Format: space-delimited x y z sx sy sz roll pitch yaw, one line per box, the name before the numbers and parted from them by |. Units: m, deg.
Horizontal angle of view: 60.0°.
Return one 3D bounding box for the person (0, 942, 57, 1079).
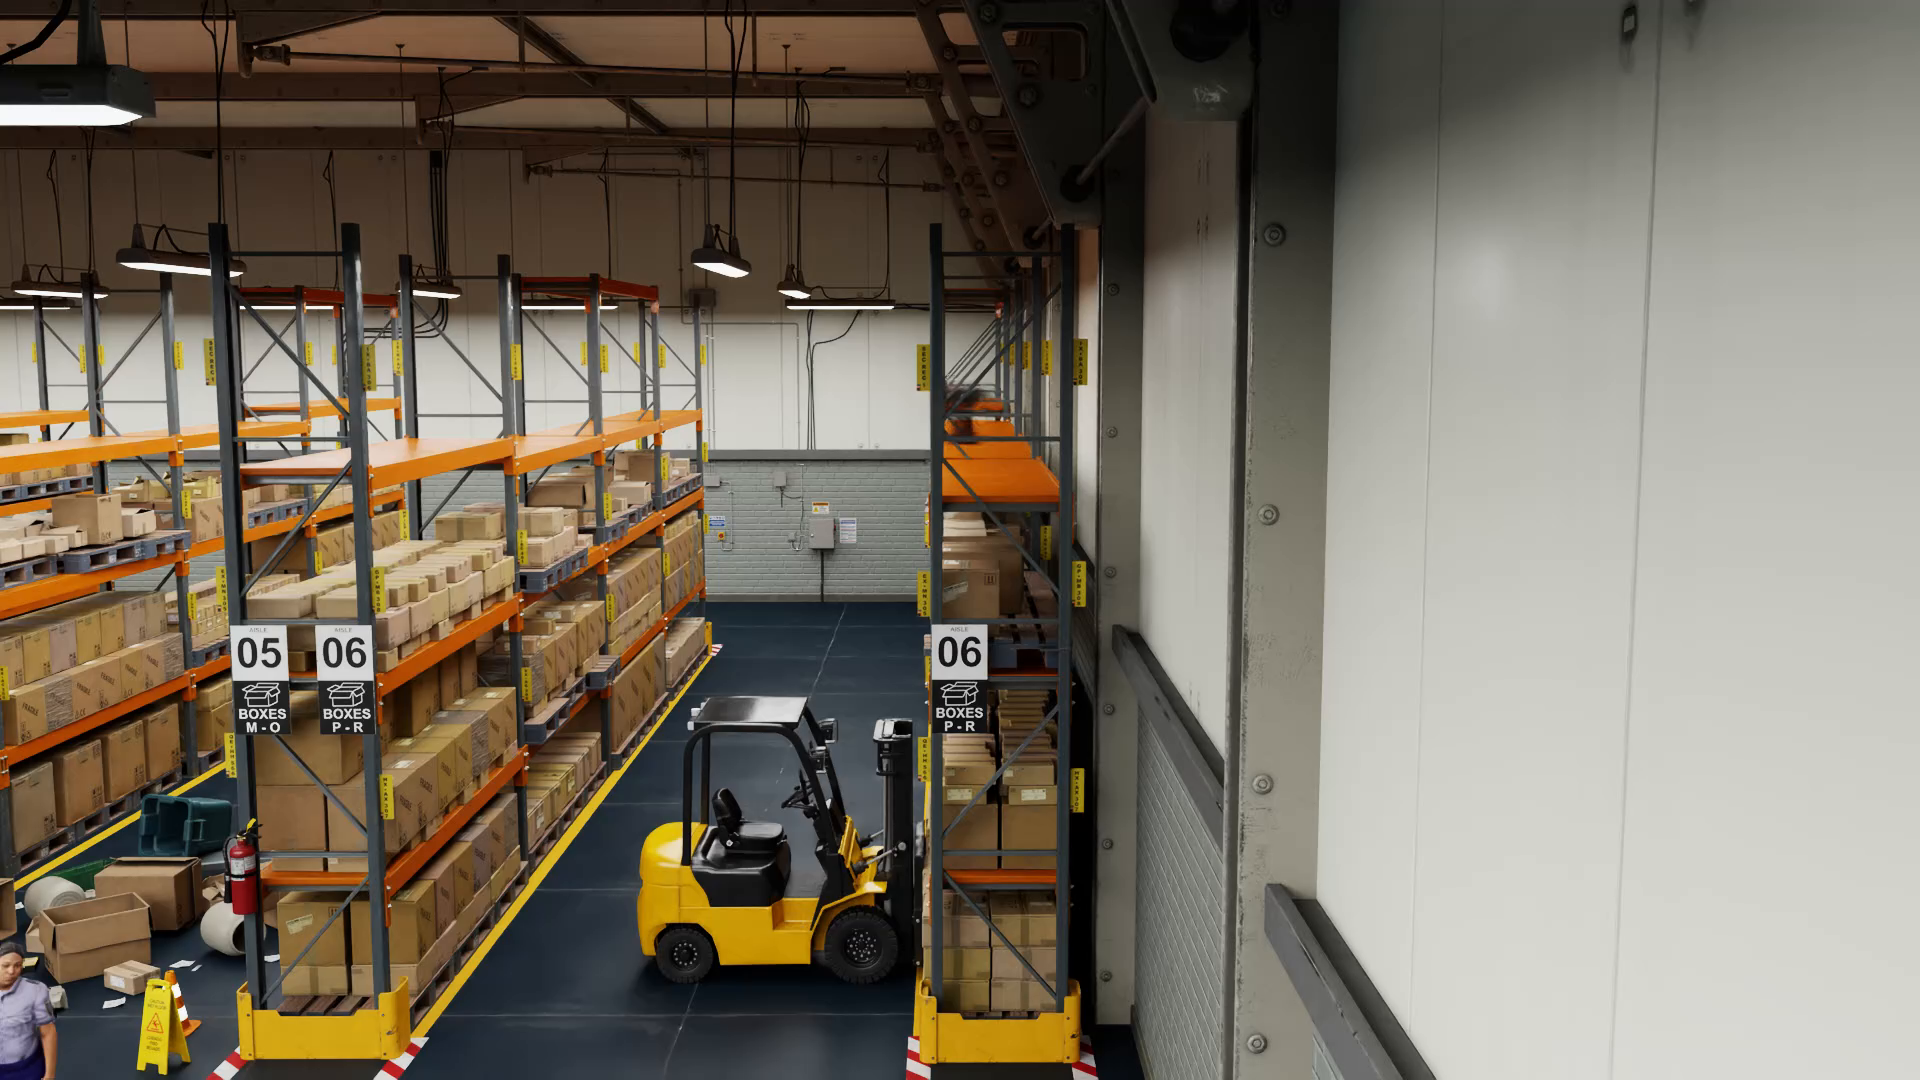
person | -5.736 3.191 10.000 0.651 1.640 0.549 -1 7 -12
